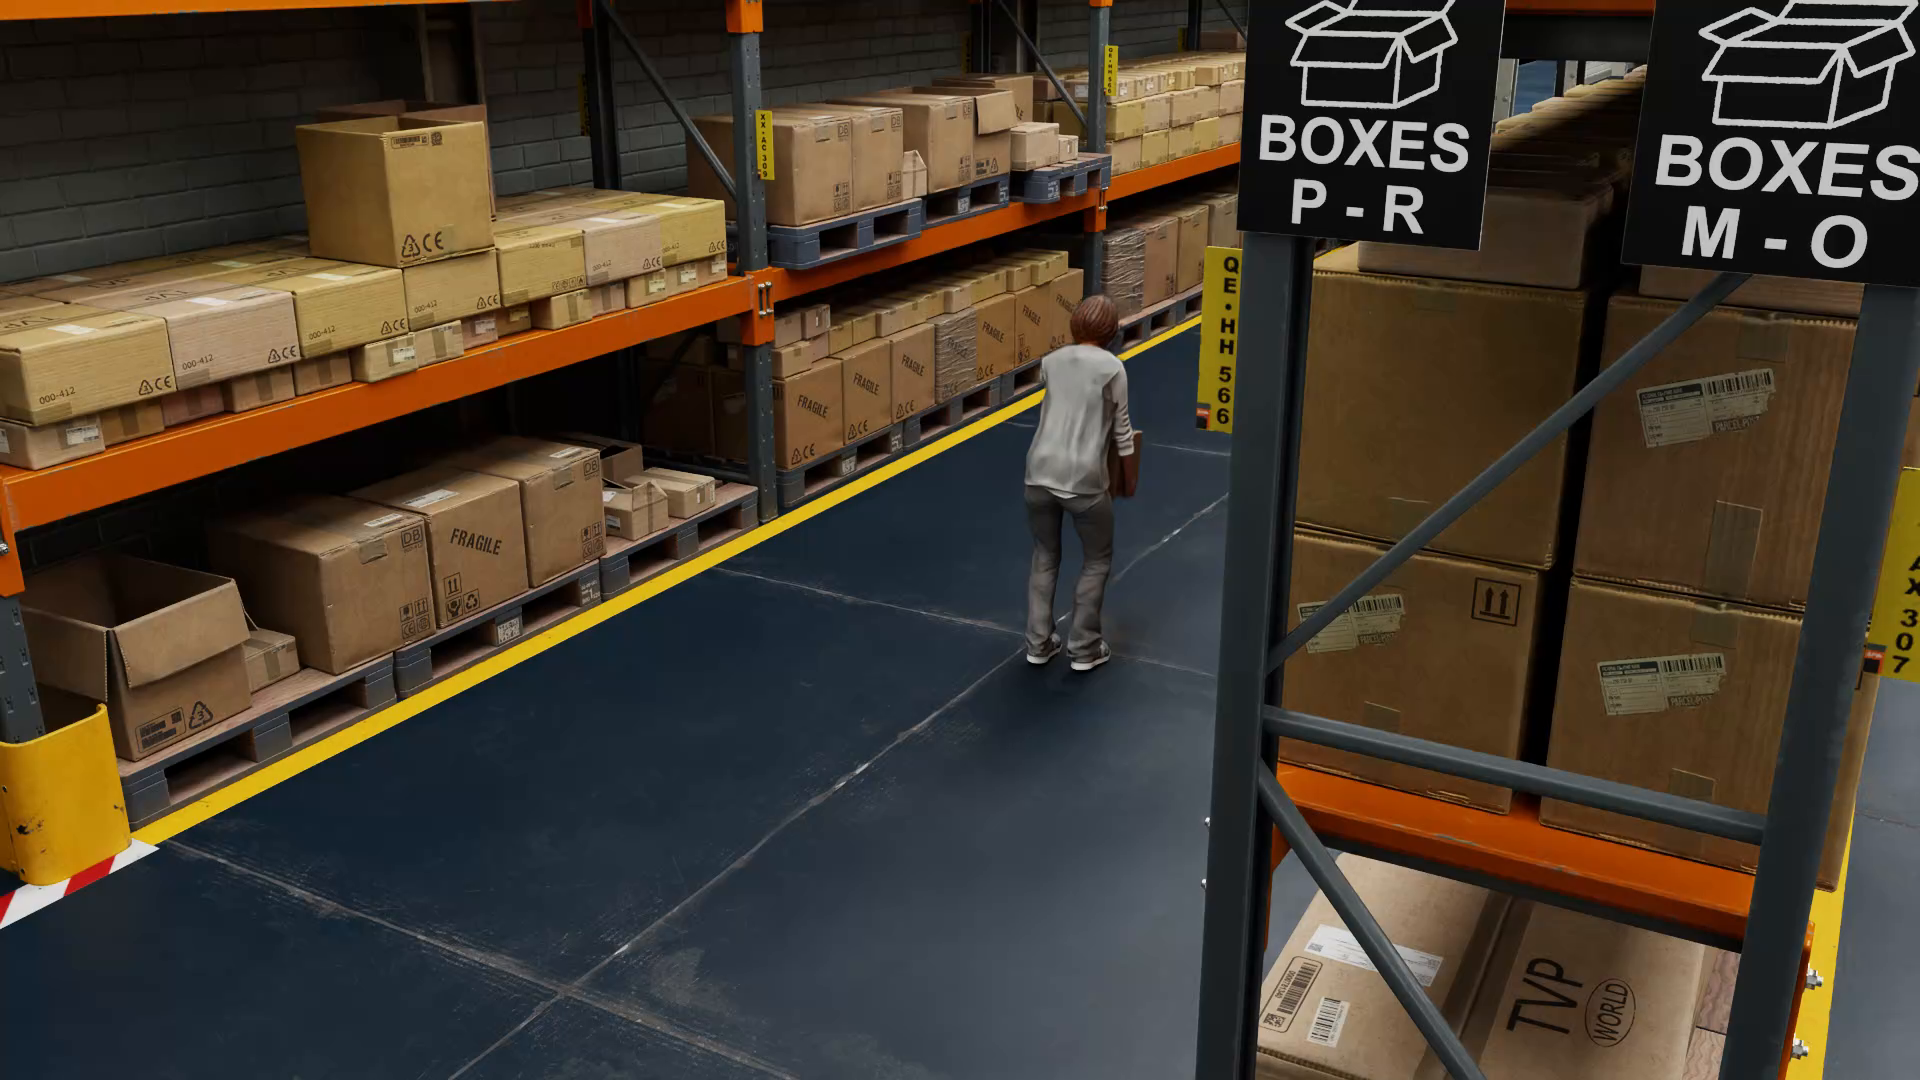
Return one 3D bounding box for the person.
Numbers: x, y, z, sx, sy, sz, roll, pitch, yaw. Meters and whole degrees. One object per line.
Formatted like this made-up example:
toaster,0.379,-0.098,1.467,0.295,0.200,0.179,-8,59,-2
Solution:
person,0.484,-0.217,6.821,0.371,1.515,0.553,10,22,26
